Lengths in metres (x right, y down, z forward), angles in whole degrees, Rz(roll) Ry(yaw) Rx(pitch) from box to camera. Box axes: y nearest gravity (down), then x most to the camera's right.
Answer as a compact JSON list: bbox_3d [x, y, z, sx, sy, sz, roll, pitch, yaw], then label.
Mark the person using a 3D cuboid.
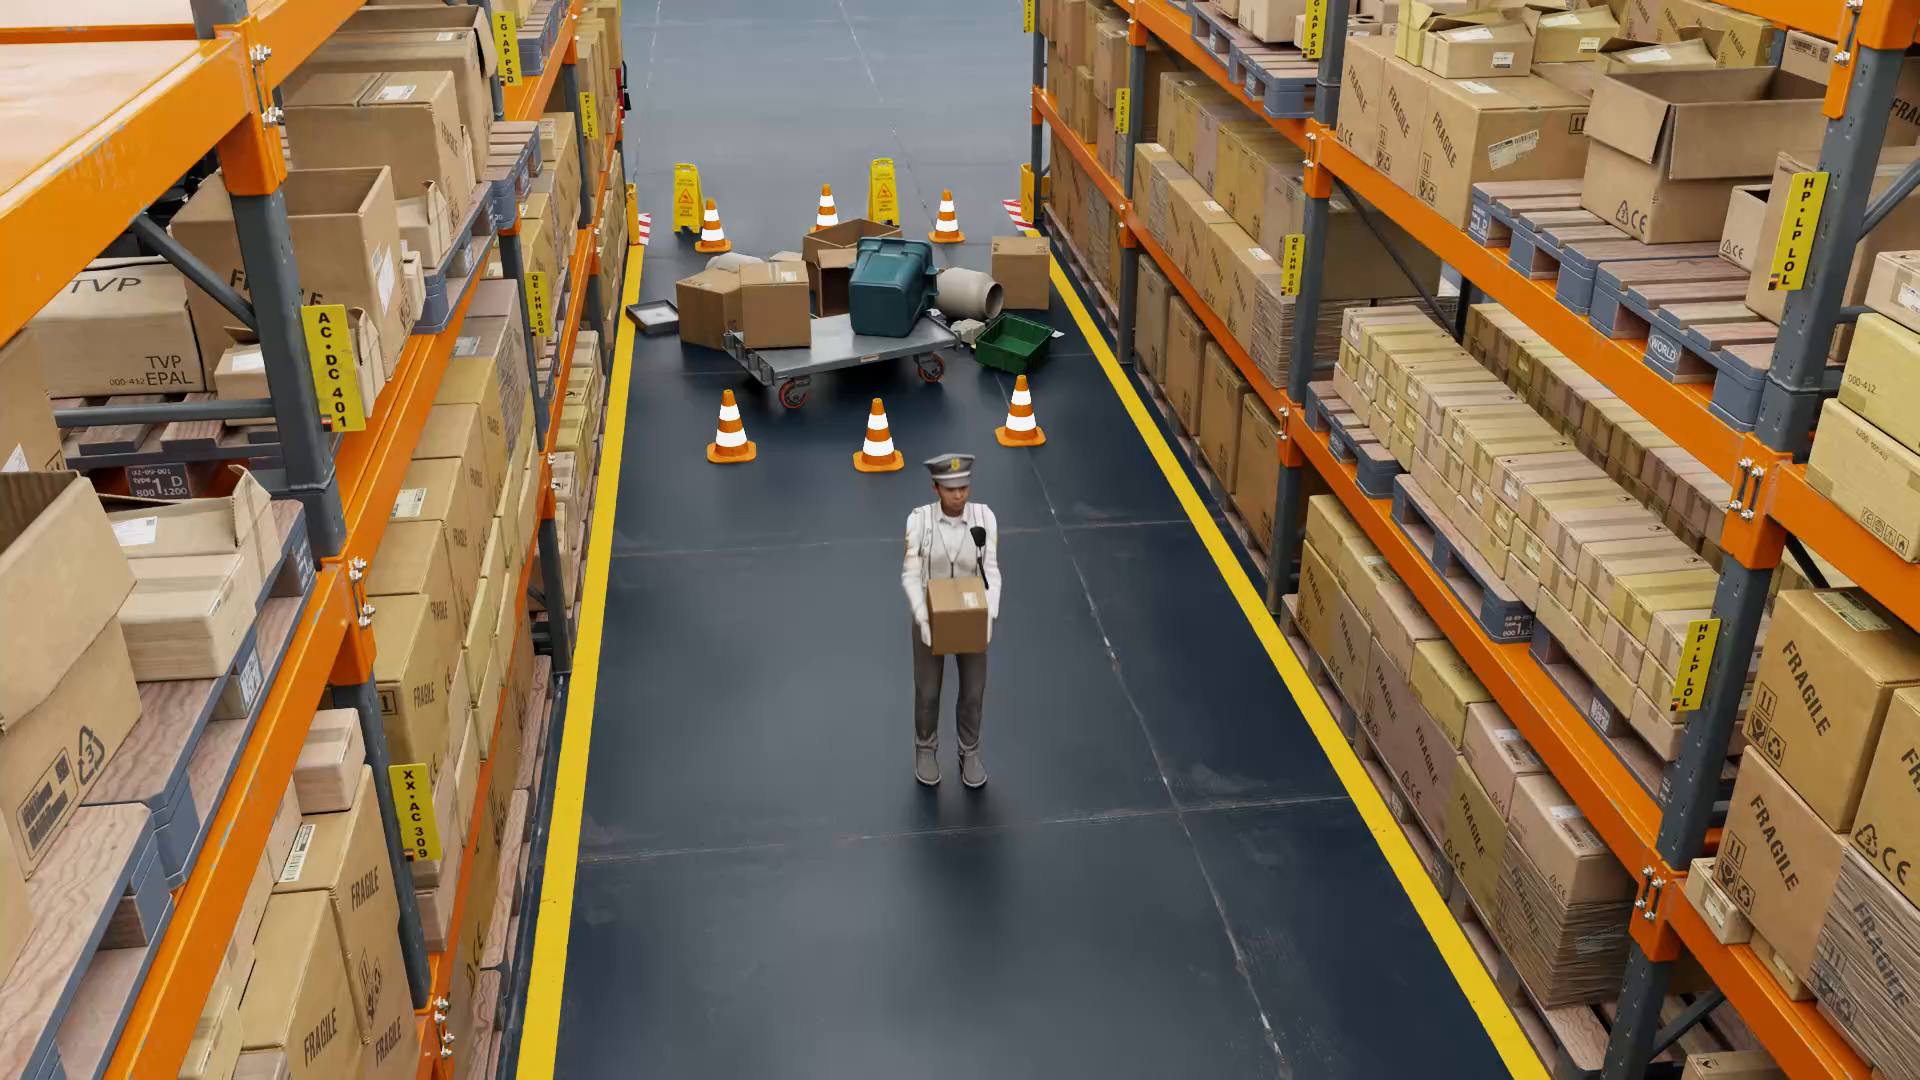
[{"bbox_3d":[-0.039,0.401,7.819,0.460,1.689,0.540,-3,27,-6],"label":"person"}]
